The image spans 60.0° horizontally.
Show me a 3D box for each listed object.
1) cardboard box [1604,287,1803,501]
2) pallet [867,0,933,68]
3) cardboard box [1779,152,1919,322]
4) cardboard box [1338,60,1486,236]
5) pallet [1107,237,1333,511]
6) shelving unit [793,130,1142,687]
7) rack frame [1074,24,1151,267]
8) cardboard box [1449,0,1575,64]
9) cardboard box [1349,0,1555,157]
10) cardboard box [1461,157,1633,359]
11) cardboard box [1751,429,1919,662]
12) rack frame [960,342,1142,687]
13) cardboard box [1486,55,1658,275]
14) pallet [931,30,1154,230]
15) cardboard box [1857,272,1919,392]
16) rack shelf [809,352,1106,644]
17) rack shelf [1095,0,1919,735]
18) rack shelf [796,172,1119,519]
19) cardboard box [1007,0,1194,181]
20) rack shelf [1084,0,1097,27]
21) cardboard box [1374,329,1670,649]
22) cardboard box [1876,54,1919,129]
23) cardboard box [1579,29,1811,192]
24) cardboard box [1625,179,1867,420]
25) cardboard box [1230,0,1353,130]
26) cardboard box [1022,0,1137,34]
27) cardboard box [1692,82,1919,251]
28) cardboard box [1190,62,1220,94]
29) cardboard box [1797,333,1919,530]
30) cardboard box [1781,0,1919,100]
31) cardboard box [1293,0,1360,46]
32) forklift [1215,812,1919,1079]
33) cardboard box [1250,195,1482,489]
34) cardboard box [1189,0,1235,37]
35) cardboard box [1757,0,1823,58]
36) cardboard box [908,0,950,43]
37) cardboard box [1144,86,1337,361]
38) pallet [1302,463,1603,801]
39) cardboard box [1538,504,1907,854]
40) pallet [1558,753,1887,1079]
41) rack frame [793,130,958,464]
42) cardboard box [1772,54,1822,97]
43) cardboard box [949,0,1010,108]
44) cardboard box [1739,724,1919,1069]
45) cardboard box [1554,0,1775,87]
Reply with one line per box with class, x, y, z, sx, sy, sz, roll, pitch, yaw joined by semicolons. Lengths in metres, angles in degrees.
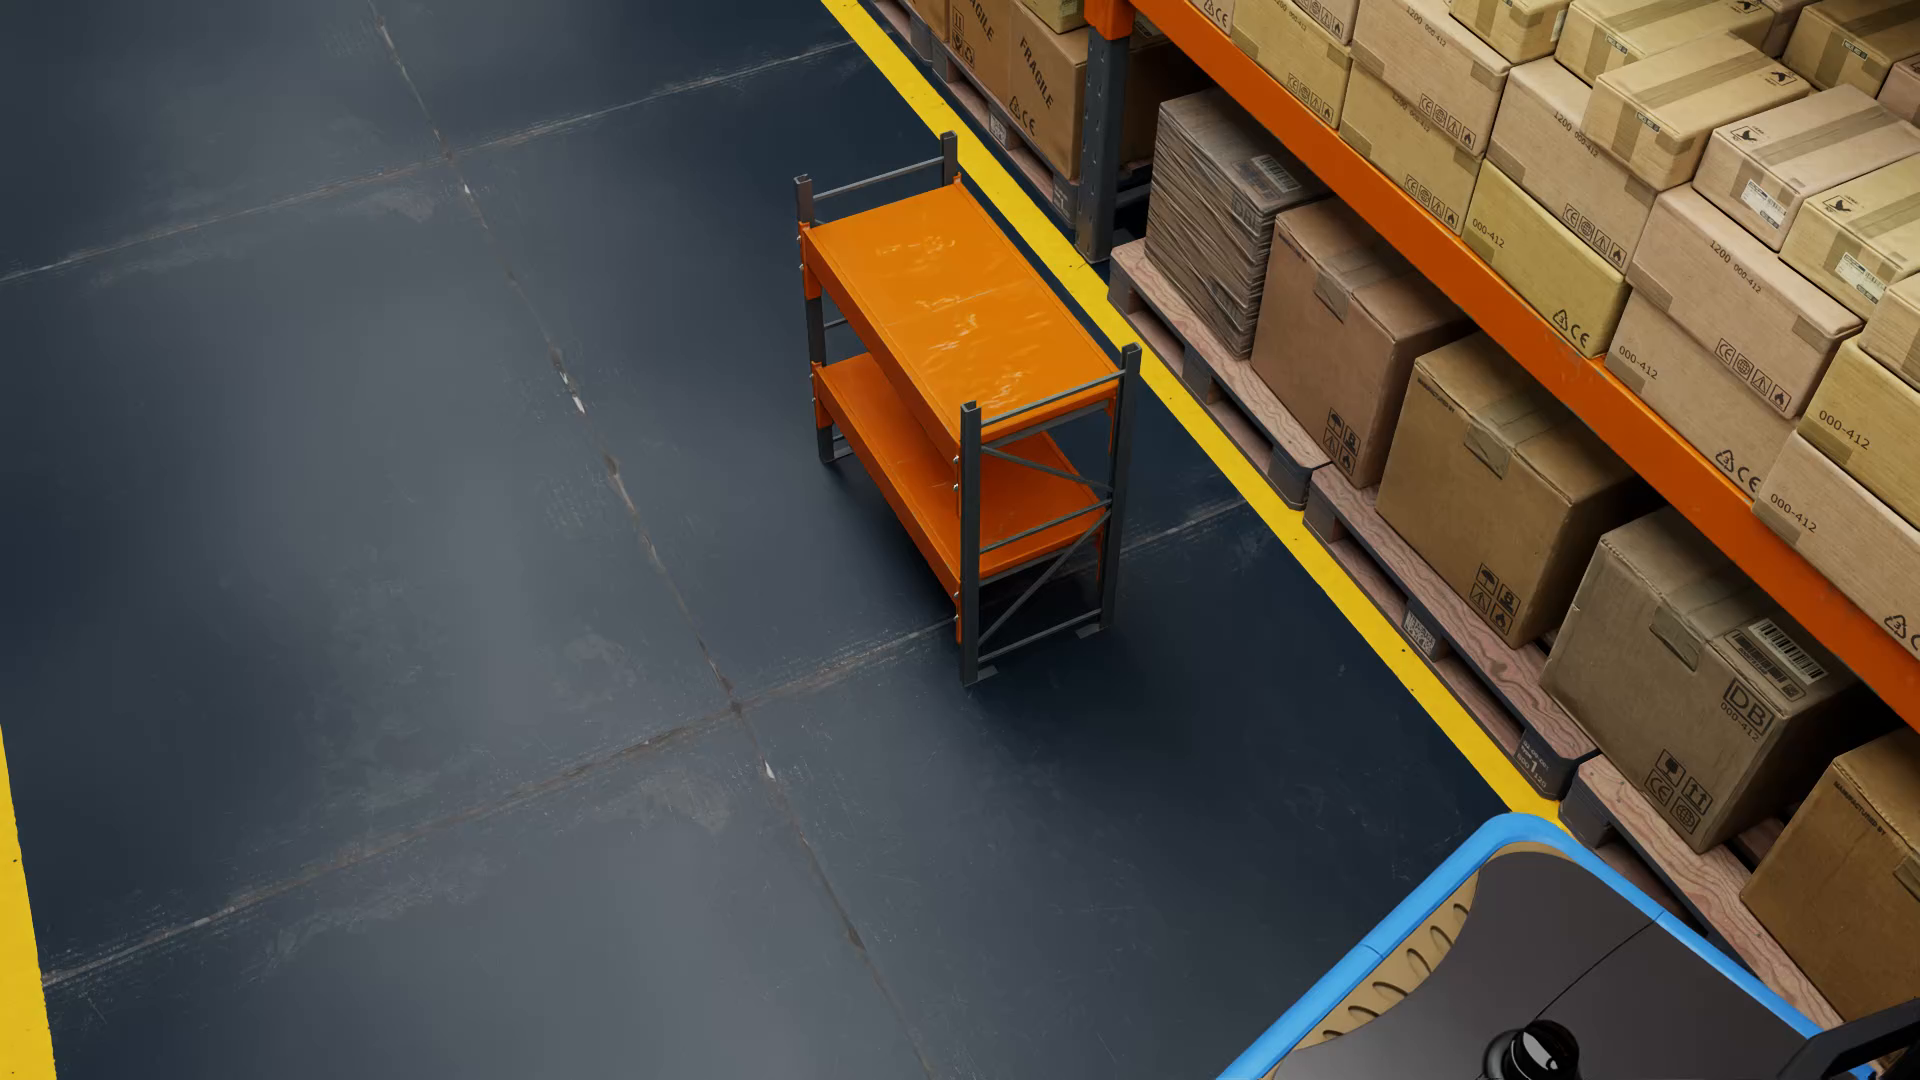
cardboard box;1.830;-0.406;3.712;0.500;0.250;0.500;-21;52;-17
pallet;0.036;-2.618;7.400;1.003;0.211;1.213;-21;52;-18
cardboard box;1.873;-0.605;3.289;0.380;0.149;0.250;-22;52;-18
cardboard box;1.351;-1.097;4.316;0.500;0.250;0.500;-23;53;-19
pallet;1.240;-0.726;5.744;1.003;0.211;1.213;-21;52;-18
shelving unit;-0.003;-0.375;4.831;0.538;1.125;1.048;-21;52;-18
rack frame;0.898;-2.208;5.188;1.000;3.000;0.127;-21;52;-18
cardboard box;1.382;-1.280;3.879;0.380;0.149;0.250;-20;52;-17
cardboard box;1.335;-1.250;4.118;0.500;0.250;0.500;-22;53;-18
cardboard box;1.587;-0.749;4.012;0.500;0.250;0.500;-20;52;-16
cardboard box;2.030;-0.063;3.412;0.500;0.250;0.500;-21;52;-18
rack frame;0.230;-0.035;4.533;0.500;1.125;0.032;-21;52;-18
cardboard box;1.592;-0.917;3.827;0.500;0.250;0.500;-20;52;-17
pallet;0.590;-1.803;6.687;1.003;0.211;1.213;-21;52;-18
cardboard box;1.937;-0.408;3.117;0.380;0.149;0.250;-23;53;-19
rack shelf;-0.003;-0.214;5.015;0.538;0.278;1.000;-21;52;-18
rack shelf;1.813;-0.633;4.289;1.077;0.370;4.000;-21;52;-18
rack shelf;-0.003;-0.568;4.610;0.538;0.278;1.000;-21;52;-18
cardboard box;0.513;-1.732;6.154;0.500;0.500;0.500;-20;52;-16
rack shelf;-0.017;-3.310;6.630;1.077;0.370;4.000;-21;52;-18
cardboard box;1.785;-0.257;4.781;0.875;0.625;0.625;-23;53;-19
cardboard box;2.222;-0.958;3.598;0.380;0.149;0.250;-22;52;-18
cardboard box;1.573;-0.925;3.569;0.380;0.149;0.250;-22;53;-18
cardboard box;1.806;-0.573;3.526;0.500;0.250;0.500;-20;52;-17
cardboard box;1.109;-1.439;4.616;0.500;0.250;0.500;-22;52;-18
cardboard box;0.447;-1.980;5.940;0.380;0.149;0.250;-24;53;-19
cardboard box;1.764;-0.775;3.437;0.380;0.149;0.250;-21;52;-17
cardboard box;0.954;-1.902;6.302;0.500;0.500;0.500;-19;52;-16
cardboard box;2.035;-0.229;3.225;0.500;0.250;0.500;-22;53;-18
cardboard box;2.102;-1.123;3.742;0.380;0.149;0.250;-21;52;-17
cardboard box;1.112;-1.607;4.430;0.500;0.250;0.500;-20;52;-16
forklift;1.760;1.338;2.132;1.130;2.935;3.031;-34;57;-26
cardboard box;1.477;-0.708;5.175;0.875;0.625;0.625;-20;52;-16
cardboard box;0.884;-1.778;4.912;0.500;0.250;0.500;-21;52;-17
cardboard box;1.946;-1.286;3.884;0.380;0.149;0.250;-20;52;-17
cardboard box;0.052;-2.420;6.756;0.500;0.500;0.500;-19;52;-16
cardboard box;1.171;-1.142;5.555;0.875;0.625;0.625;-20;52;-16
pallet;1.794;0.090;5.031;1.003;0.211;1.213;-21;52;-18
cardboard box;2.131;0.245;4.341;0.875;0.625;0.625;-22;52;-18
pallet;2.357;0.907;4.316;1.003;0.211;1.213;-21;52;-18
rack frame;-0.236;-0.715;5.128;0.500;1.125;0.032;-21;52;-18
cardboard box;2.036;-1.101;3.988;0.500;0.250;0.500;-22;52;-18
cardboard box;0.294;-2.071;6.450;0.500;0.500;0.500;-22;52;-18
cardboard box;2.480;0.767;3.885;0.875;0.625;0.625;-19;52;-16
cardboard box;1.587;-1.139;3.756;0.380;0.149;0.250;-21;52;-18
